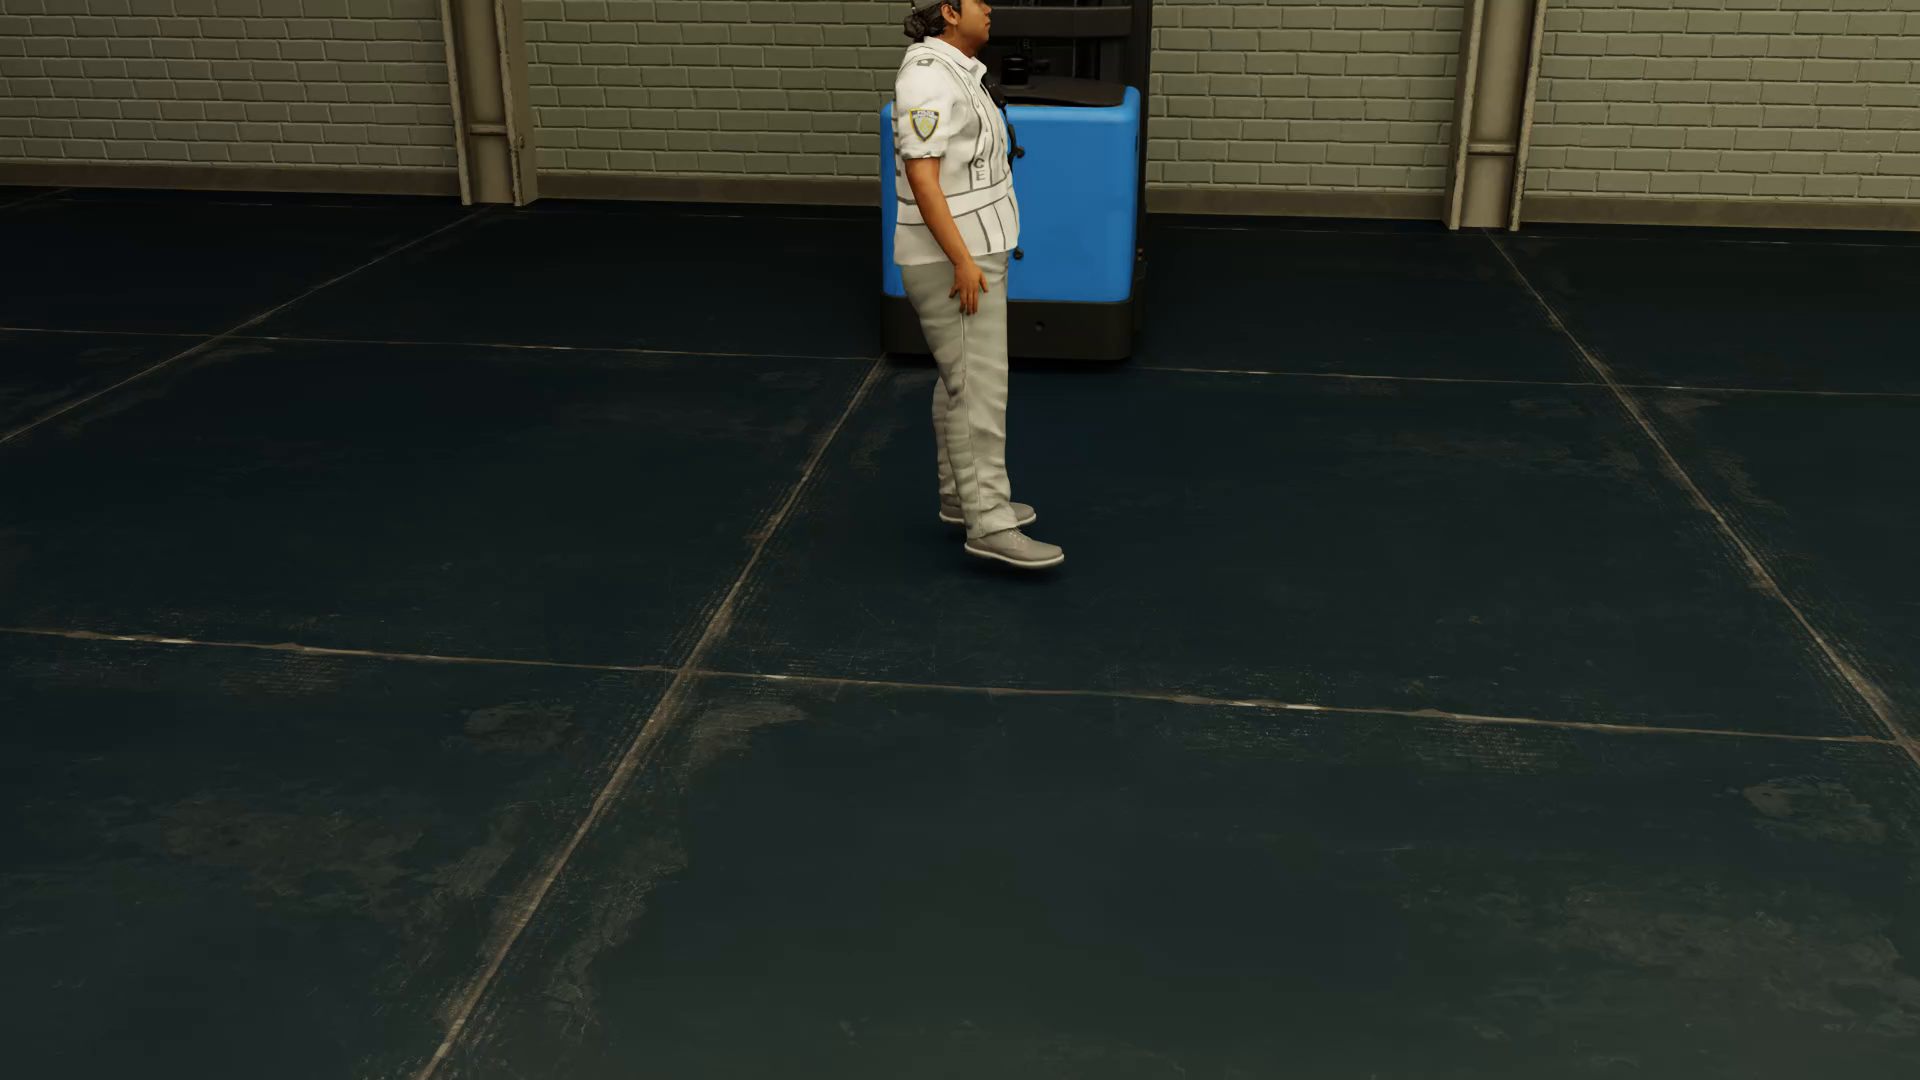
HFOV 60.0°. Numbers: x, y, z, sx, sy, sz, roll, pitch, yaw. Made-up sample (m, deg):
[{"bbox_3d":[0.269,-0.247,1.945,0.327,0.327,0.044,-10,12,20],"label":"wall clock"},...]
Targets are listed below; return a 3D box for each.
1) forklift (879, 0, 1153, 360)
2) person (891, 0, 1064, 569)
[{"bbox_3d":[0.359,-2.608,7.730,1.130,2.935,3.031,3,22,6],"label":"forklift"},{"bbox_3d":[0.073,-0.804,4.818,0.529,1.670,0.598,3,22,7],"label":"person"}]
